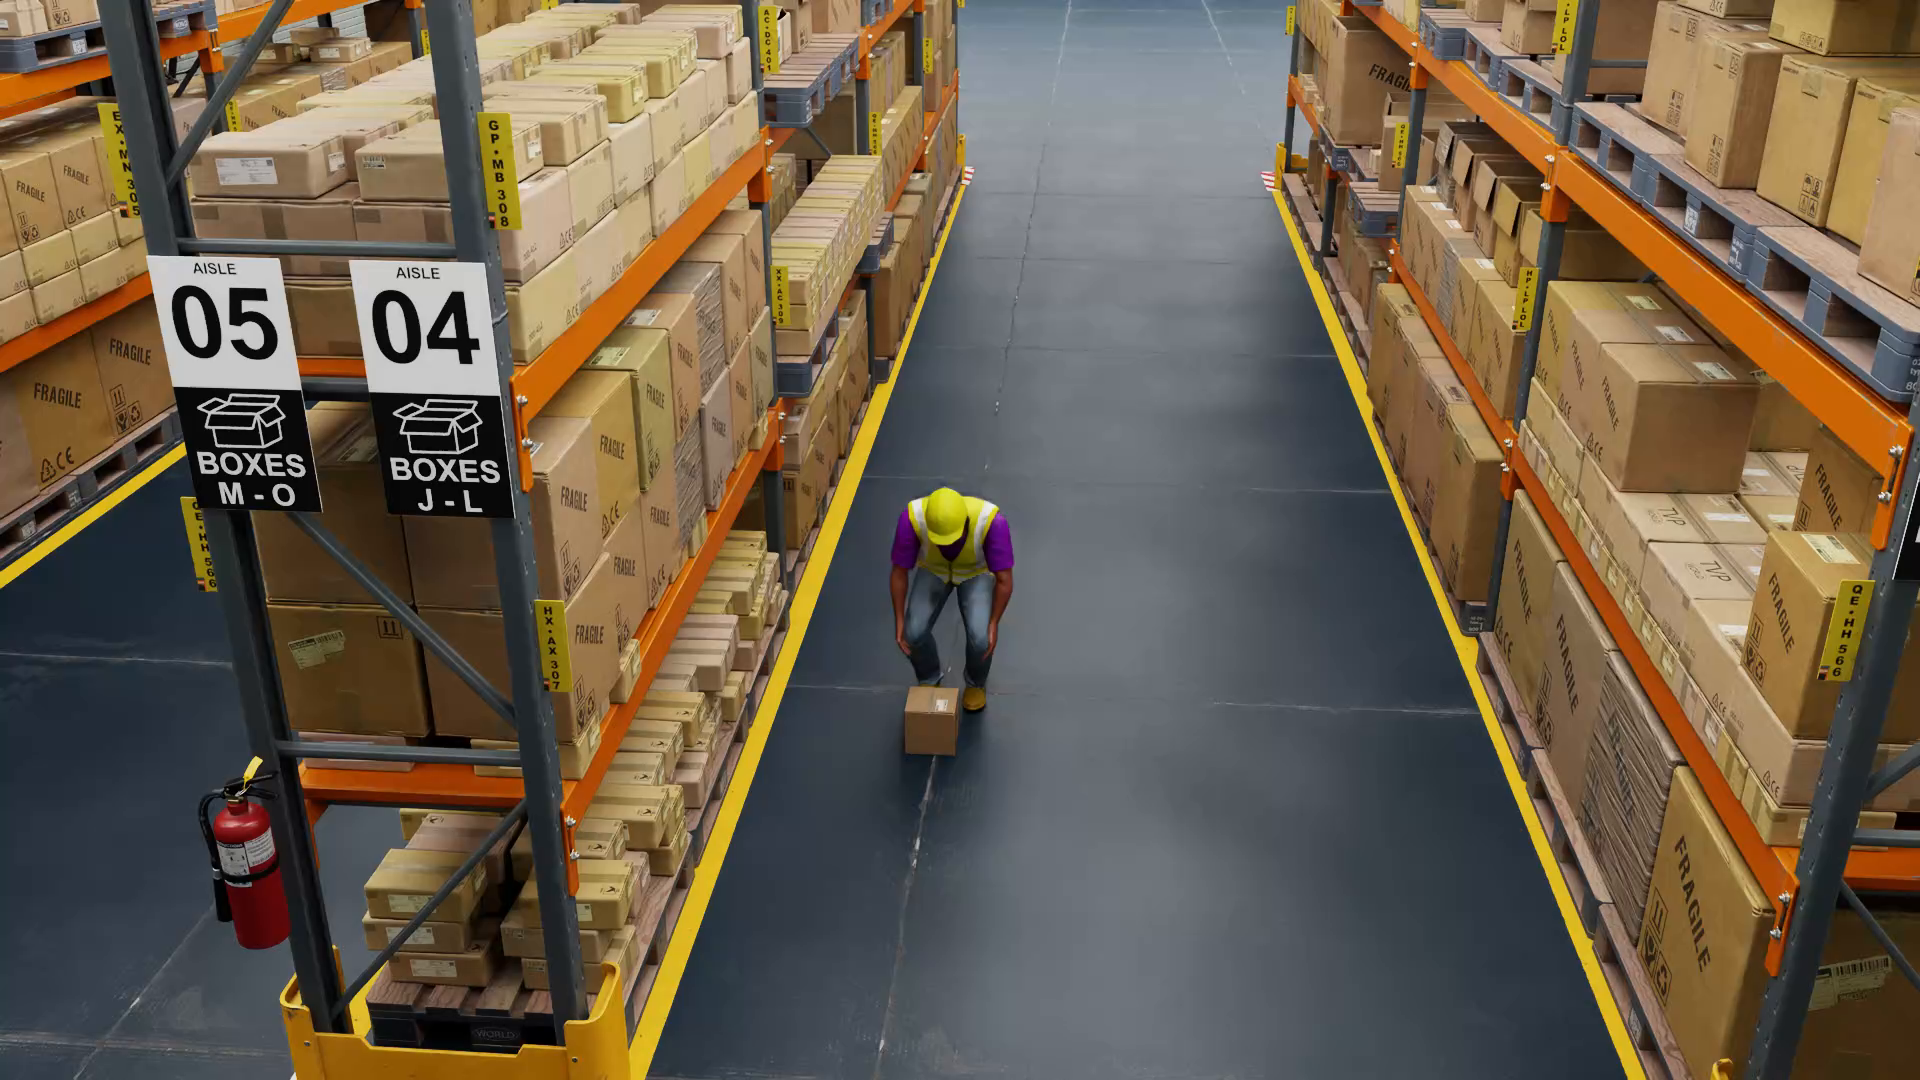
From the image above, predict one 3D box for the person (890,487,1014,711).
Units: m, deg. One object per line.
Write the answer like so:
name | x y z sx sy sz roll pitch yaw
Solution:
person | -0.020 0.255 8.527 0.631 1.343 0.792 5 25 10
